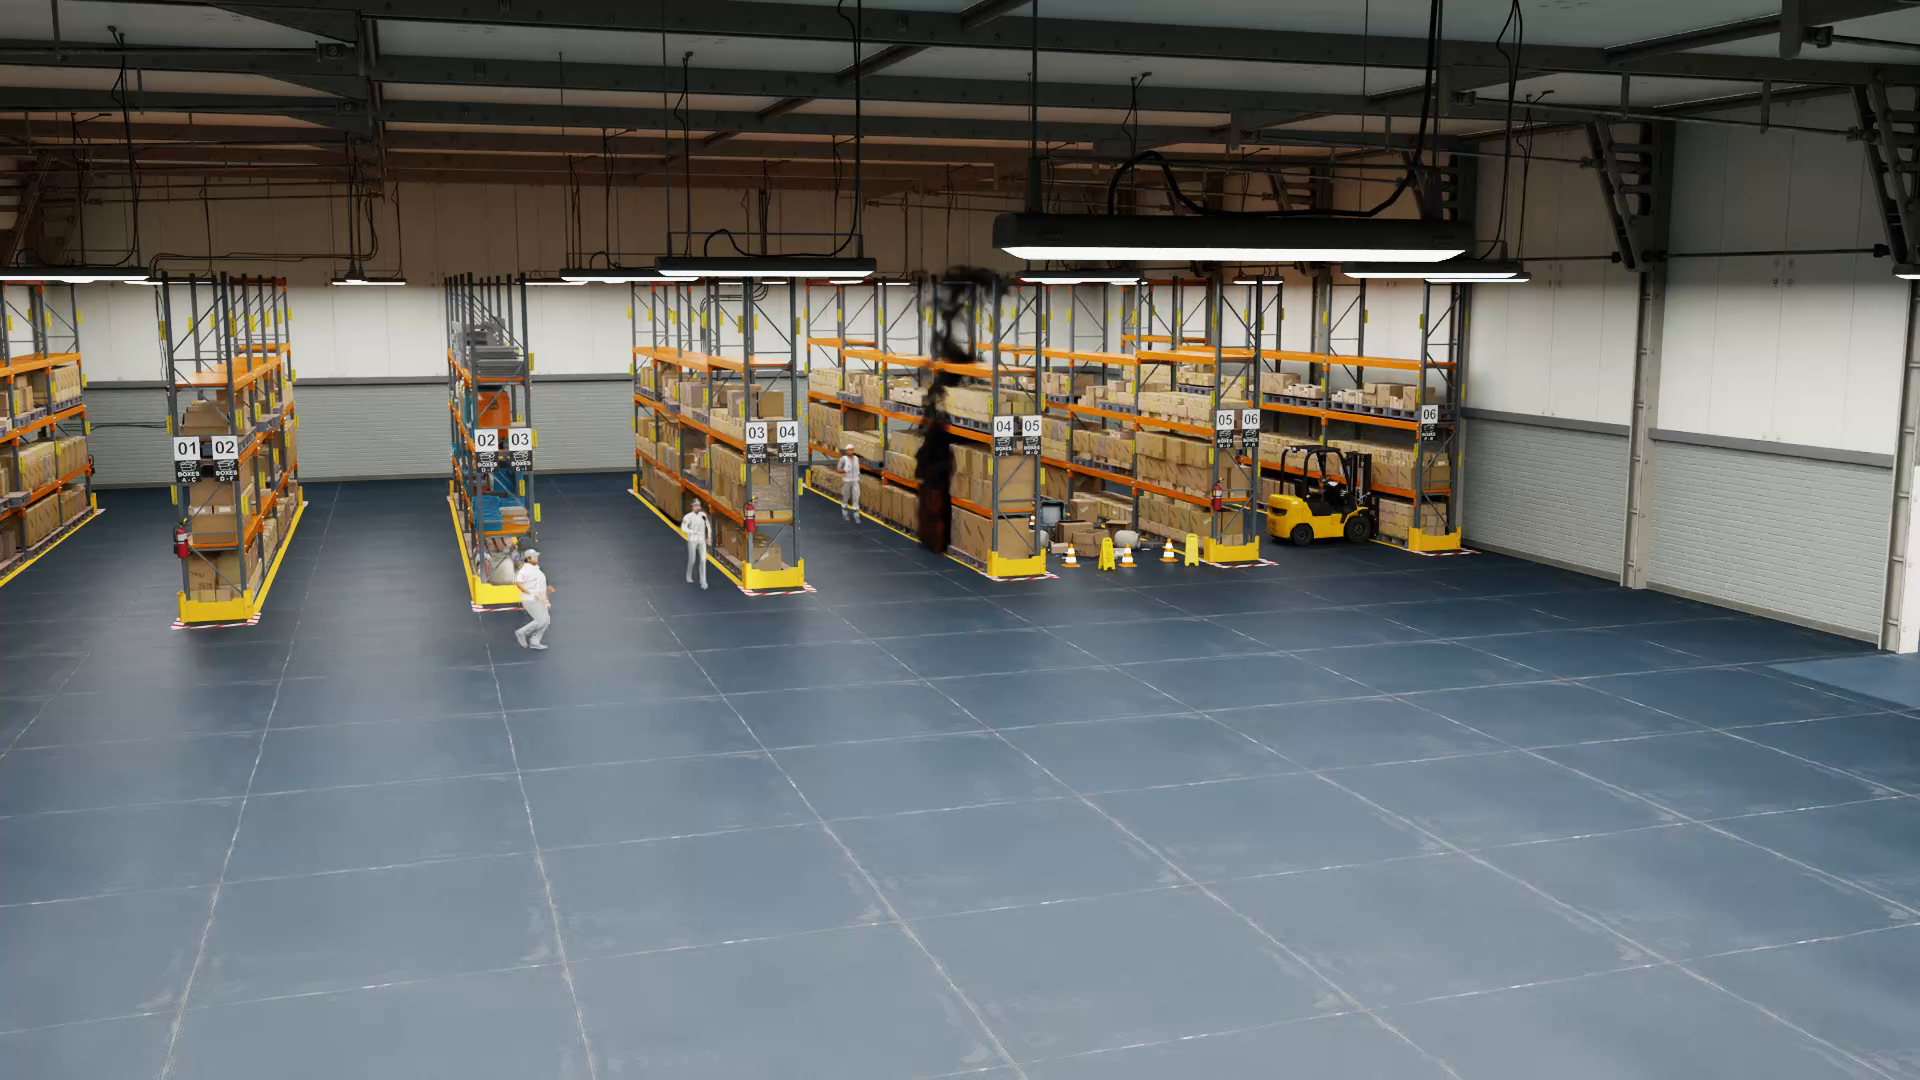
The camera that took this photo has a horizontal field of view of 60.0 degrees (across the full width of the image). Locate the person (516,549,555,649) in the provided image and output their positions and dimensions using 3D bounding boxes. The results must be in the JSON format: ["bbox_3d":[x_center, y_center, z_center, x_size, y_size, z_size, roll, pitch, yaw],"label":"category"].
[{"bbox_3d":[-6.774,0.945,26.477,0.568,1.618,0.603,1,9,7],"label":"person"}]

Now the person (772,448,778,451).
[{"bbox_3d":[-5.507,-2.279,47.693,0.774,1.751,0.781,1,9,6],"label":"person"}]

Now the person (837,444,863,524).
[{"bbox_3d":[-2.548,-1.319,38.728,0.644,1.826,0.851,-3,9,-21],"label":"person"}]

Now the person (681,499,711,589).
[{"bbox_3d":[-5.104,0.048,32.184,0.631,1.743,0.792,-4,10,-25],"label":"person"}]
